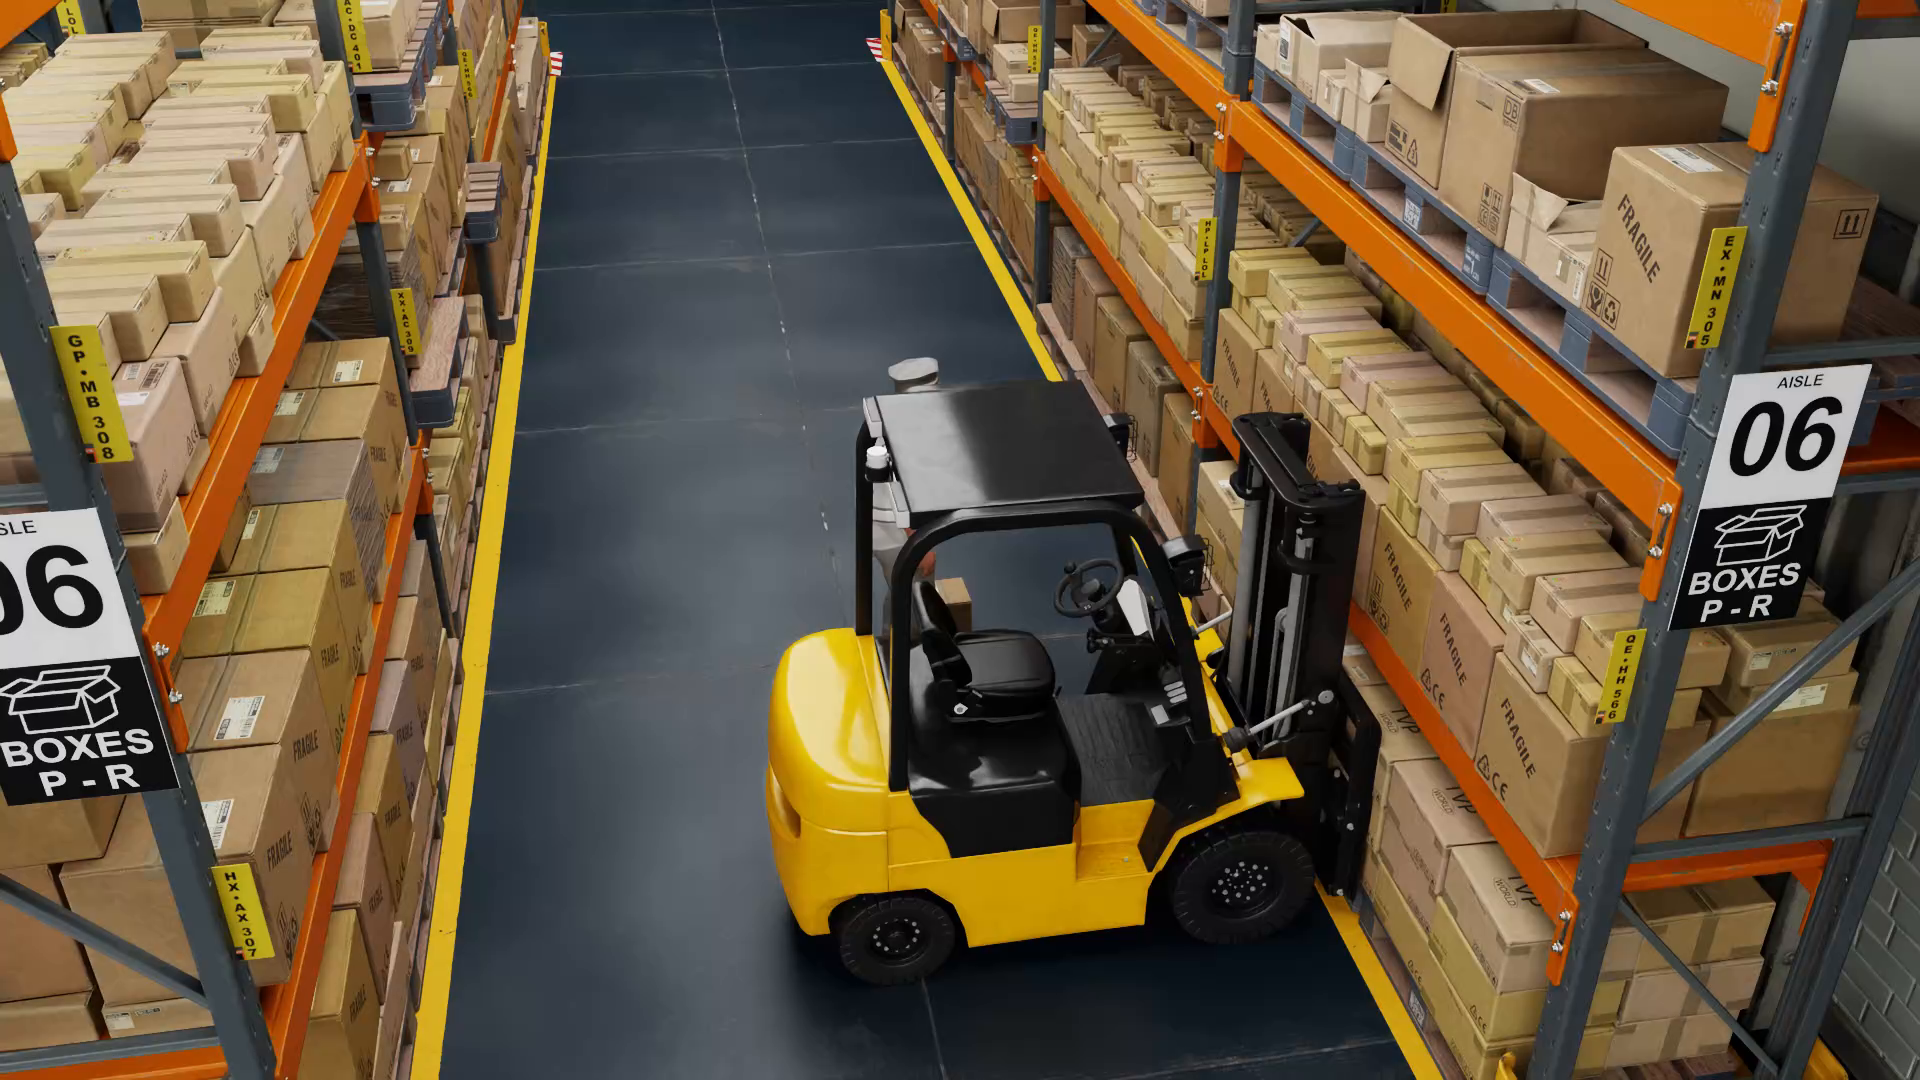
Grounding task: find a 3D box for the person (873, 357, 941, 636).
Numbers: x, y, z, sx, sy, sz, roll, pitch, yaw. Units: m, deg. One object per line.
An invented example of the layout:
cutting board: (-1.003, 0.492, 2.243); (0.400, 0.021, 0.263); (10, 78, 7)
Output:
person: (-0.284, -0.056, 8.224); (0.431, 1.750, 0.606); (-7, 31, -12)
